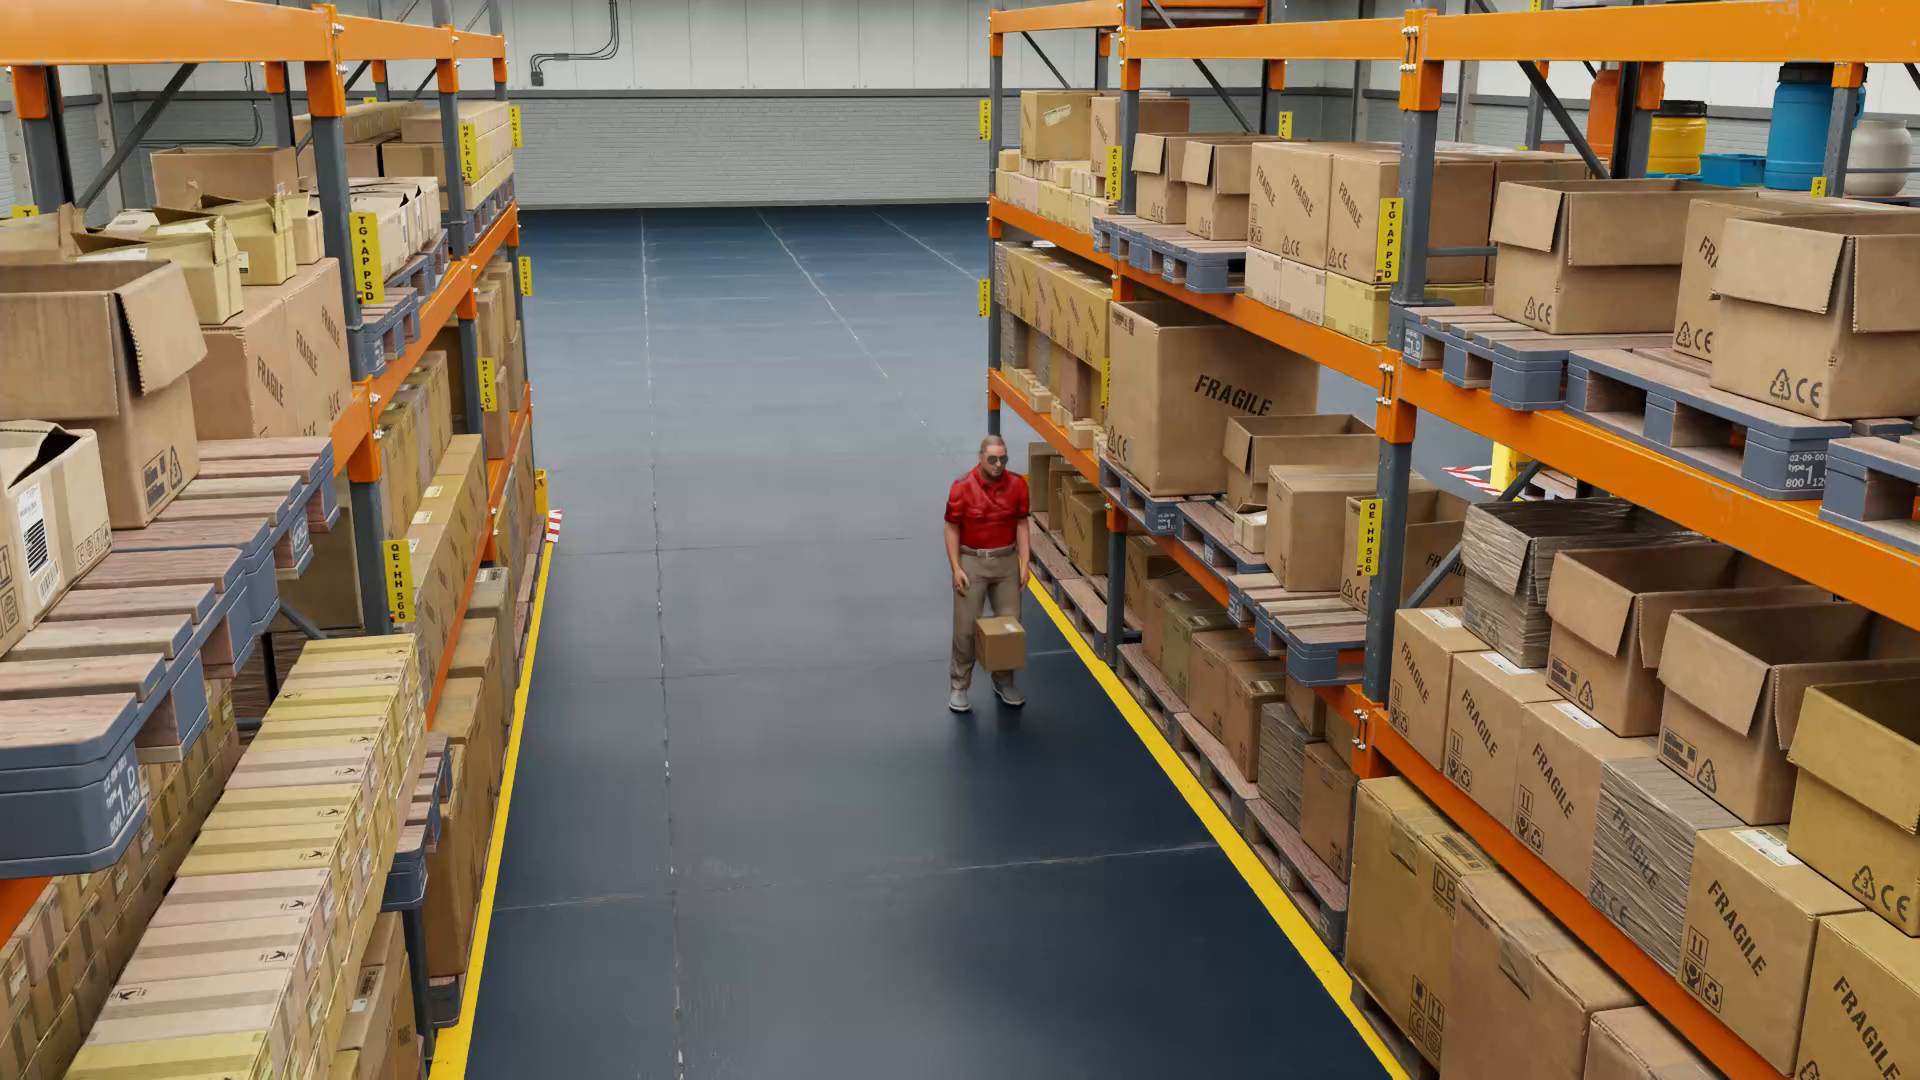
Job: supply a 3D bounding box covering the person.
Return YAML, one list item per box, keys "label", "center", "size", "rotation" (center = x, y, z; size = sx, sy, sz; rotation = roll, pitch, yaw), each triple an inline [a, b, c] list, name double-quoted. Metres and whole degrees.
- label: "person"
  center: [0.179, 0.187, 10.410]
  size: [0.563, 1.730, 0.391]
  rotation: [-5, 17, -15]
